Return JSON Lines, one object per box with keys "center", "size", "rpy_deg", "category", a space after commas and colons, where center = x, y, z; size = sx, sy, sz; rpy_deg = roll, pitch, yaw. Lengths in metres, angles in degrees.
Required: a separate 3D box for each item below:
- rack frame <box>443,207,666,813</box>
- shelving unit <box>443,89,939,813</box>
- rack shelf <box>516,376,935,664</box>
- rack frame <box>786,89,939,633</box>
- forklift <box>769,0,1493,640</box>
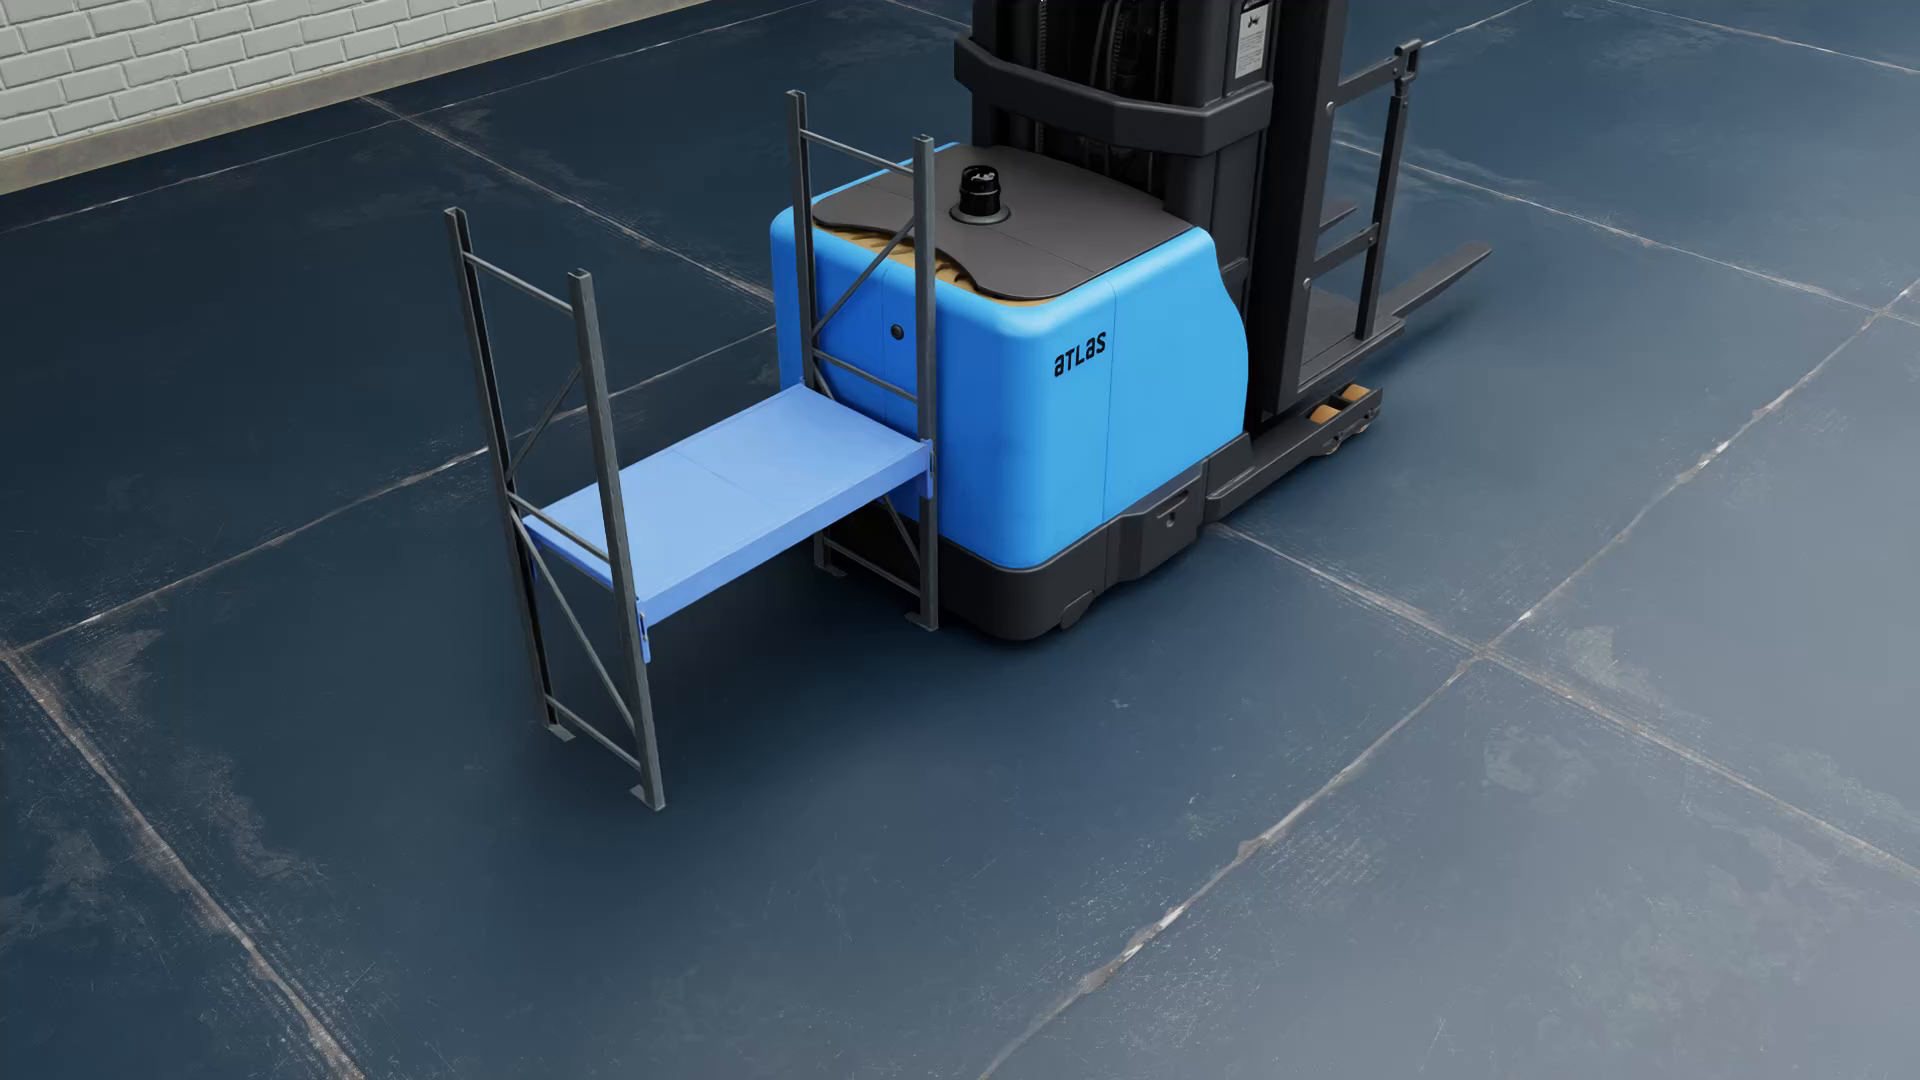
{"center": [-0.949, -0.021, 3.969], "size": [0.500, 1.500, 0.032], "rpy_deg": [28, 44, 34], "category": "rack frame"}
{"center": [-0.602, -0.234, 4.274], "size": [0.538, 1.500, 1.048], "rpy_deg": [28, 44, 34], "category": "shelving unit"}
{"center": [-0.602, -0.086, 4.377], "size": [0.538, 0.185, 1.000], "rpy_deg": [28, 44, 34], "category": "rack shelf"}
{"center": [-0.256, -0.447, 4.579], "size": [0.500, 1.500, 0.032], "rpy_deg": [28, 44, 34], "category": "rack frame"}
{"center": [0.816, -1.671, 5.083], "size": [1.130, 2.935, 3.031], "rpy_deg": [28, 44, 34], "category": "forklift"}
